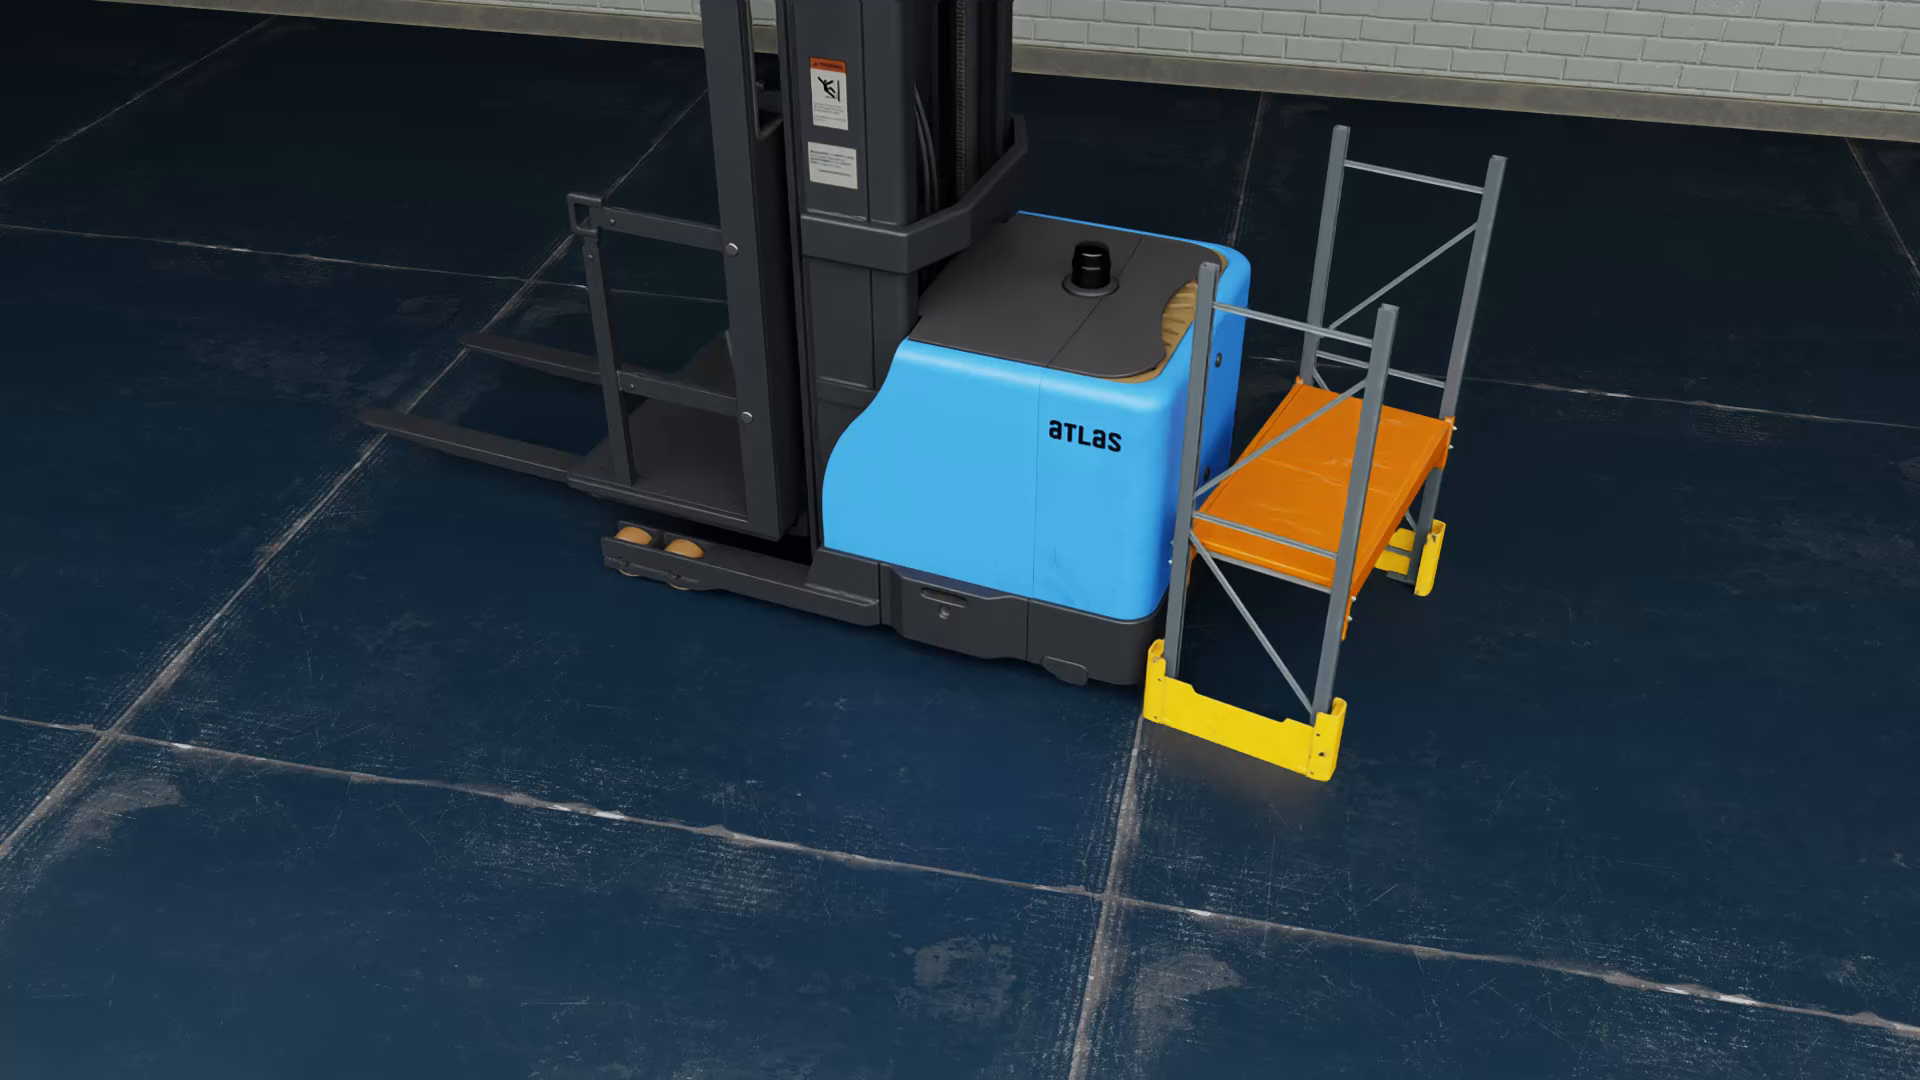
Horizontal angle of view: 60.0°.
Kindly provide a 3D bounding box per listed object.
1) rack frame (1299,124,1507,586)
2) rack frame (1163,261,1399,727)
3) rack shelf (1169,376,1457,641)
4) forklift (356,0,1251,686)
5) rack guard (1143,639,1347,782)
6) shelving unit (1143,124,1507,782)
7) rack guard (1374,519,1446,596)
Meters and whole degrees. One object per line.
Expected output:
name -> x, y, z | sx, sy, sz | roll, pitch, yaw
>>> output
rack frame -> 1.315, -0.532, 5.206 | 0.500, 1.500, 0.032 | 18, 40, 23
rack frame -> 0.821, -0.011, 4.487 | 0.500, 1.500, 0.032 | 18, 40, 23
rack shelf -> 1.068, -0.126, 4.952 | 0.538, 0.185, 1.000 | 18, 40, 23
forklift -> -0.649, -1.292, 5.035 | 3.031, 2.935, 1.130 | 13, 38, 18
rack guard -> 0.821, 0.494, 4.855 | 0.587, 0.250, 0.087 | 18, 40, 23
shelving unit -> 1.064, -0.267, 4.840 | 0.587, 1.500, 1.083 | 18, 40, 23
rack guard -> 1.306, -0.016, 5.559 | 0.587, 0.250, 0.087 | 18, 40, 23
